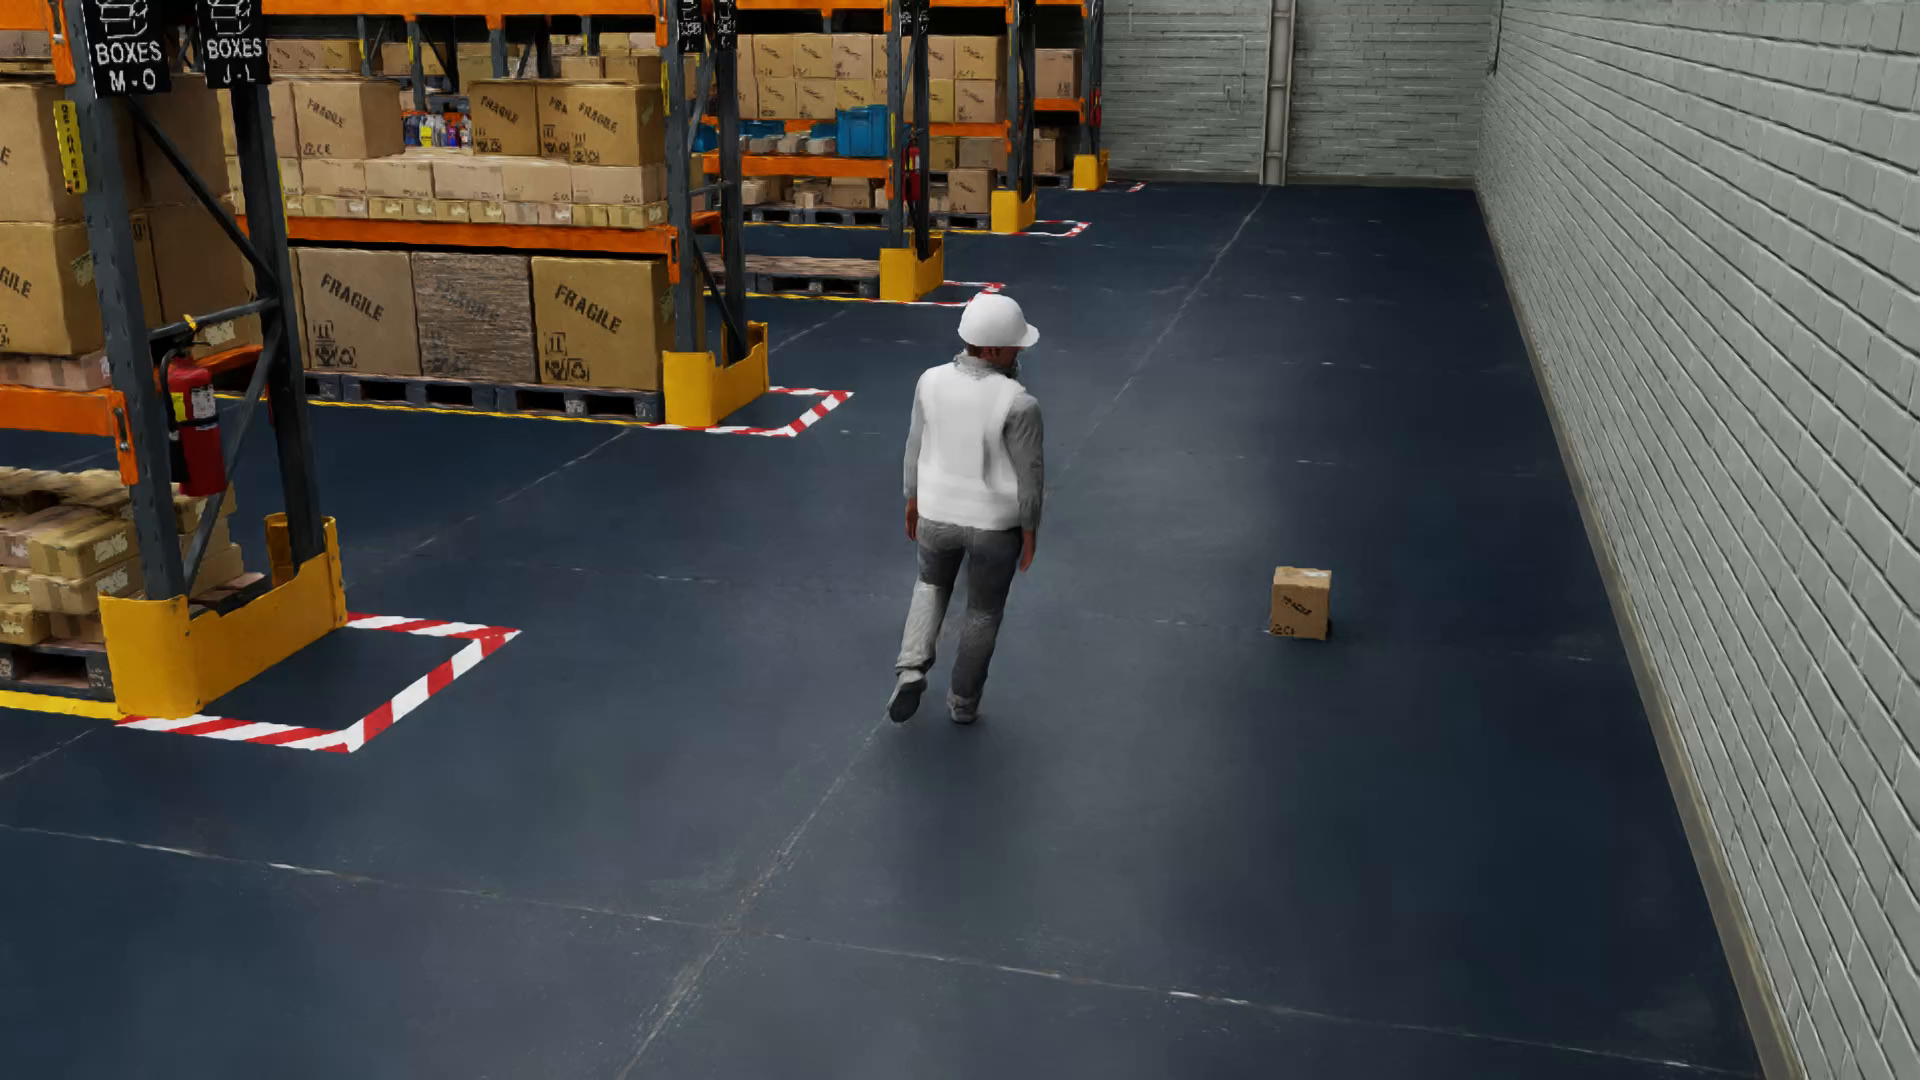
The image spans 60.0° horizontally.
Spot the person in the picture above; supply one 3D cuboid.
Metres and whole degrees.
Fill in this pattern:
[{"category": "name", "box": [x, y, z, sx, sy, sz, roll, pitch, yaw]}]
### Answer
[{"category": "person", "box": [0.050, -0.093, 6.357, 0.593, 1.743, 0.536, 5, 19, 16]}]
